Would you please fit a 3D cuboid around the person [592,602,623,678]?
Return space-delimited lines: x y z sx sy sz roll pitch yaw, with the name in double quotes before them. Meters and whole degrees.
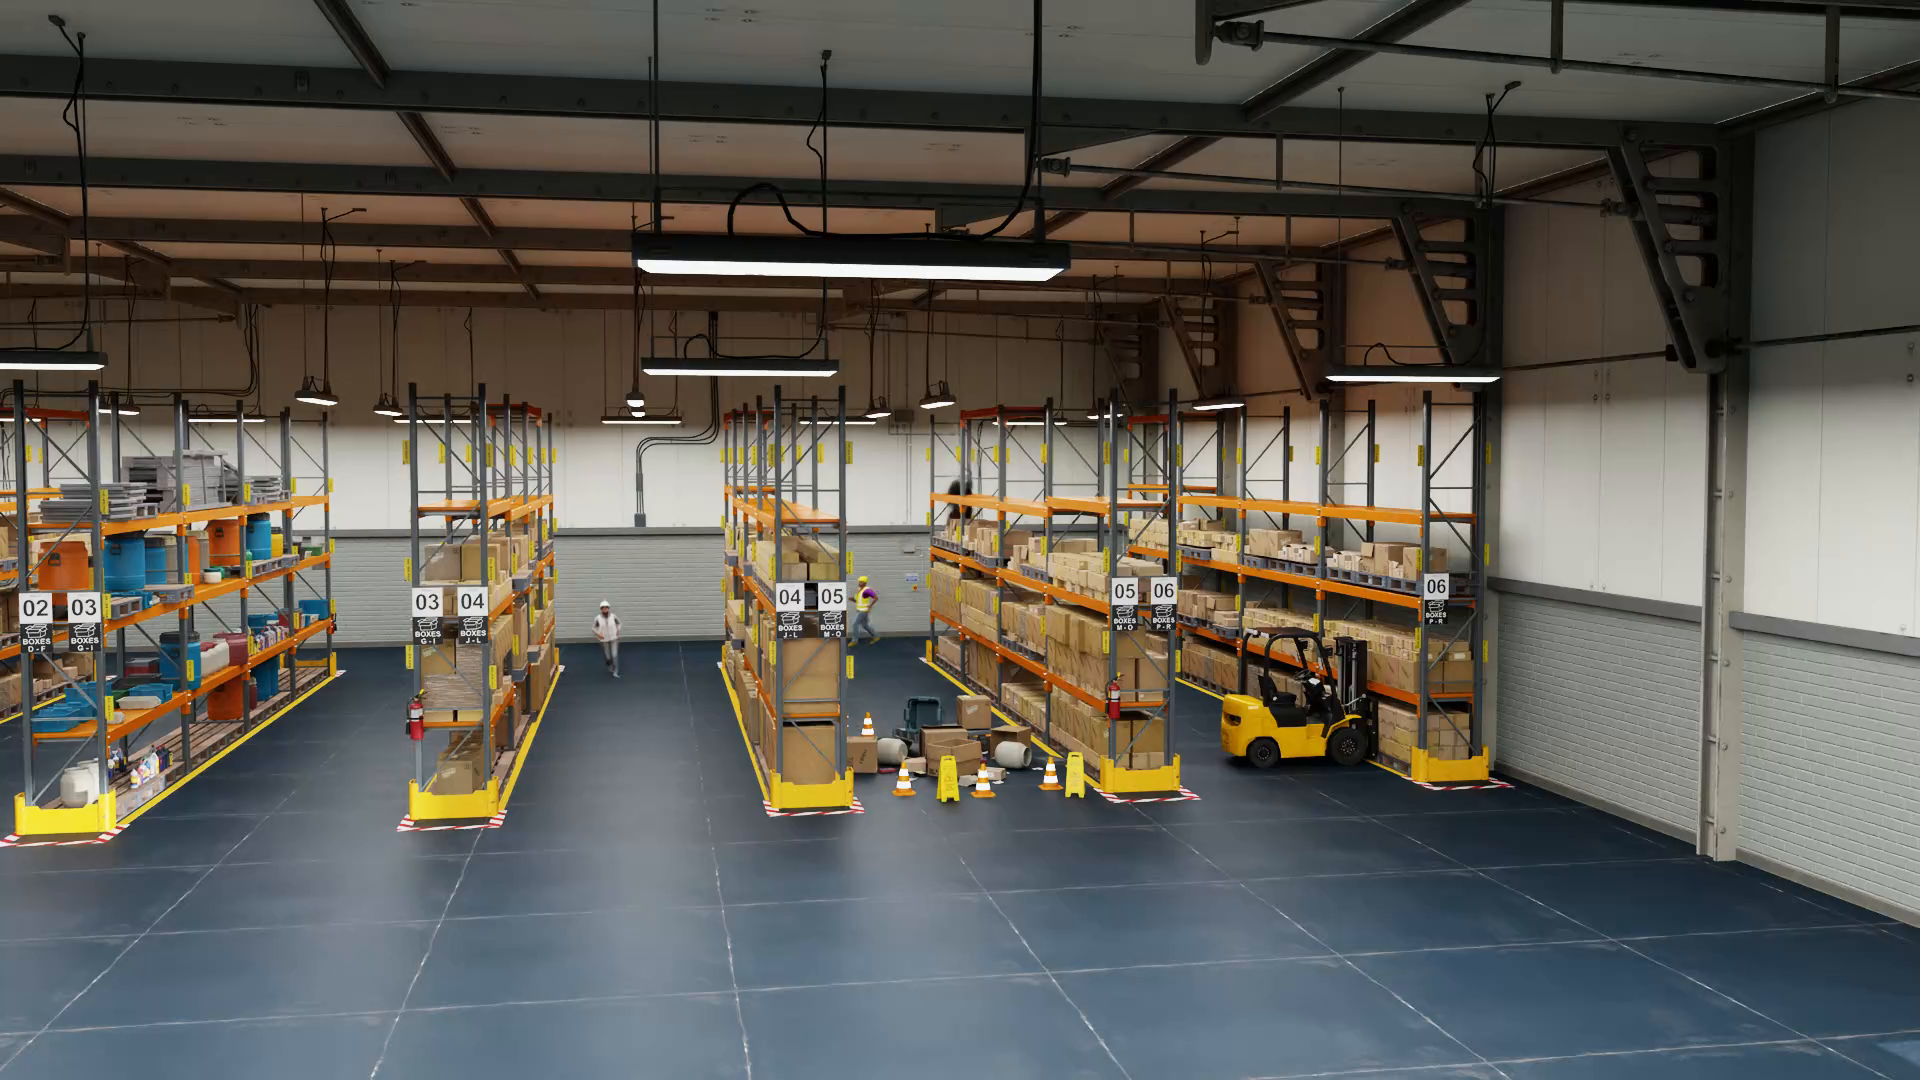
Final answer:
"person" -7.979 2.245 37.641 0.700 1.714 0.646 -1 3 -17

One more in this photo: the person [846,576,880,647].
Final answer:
"person" -2.422 1.773 41.557 0.939 1.748 0.690 -1 3 -19
